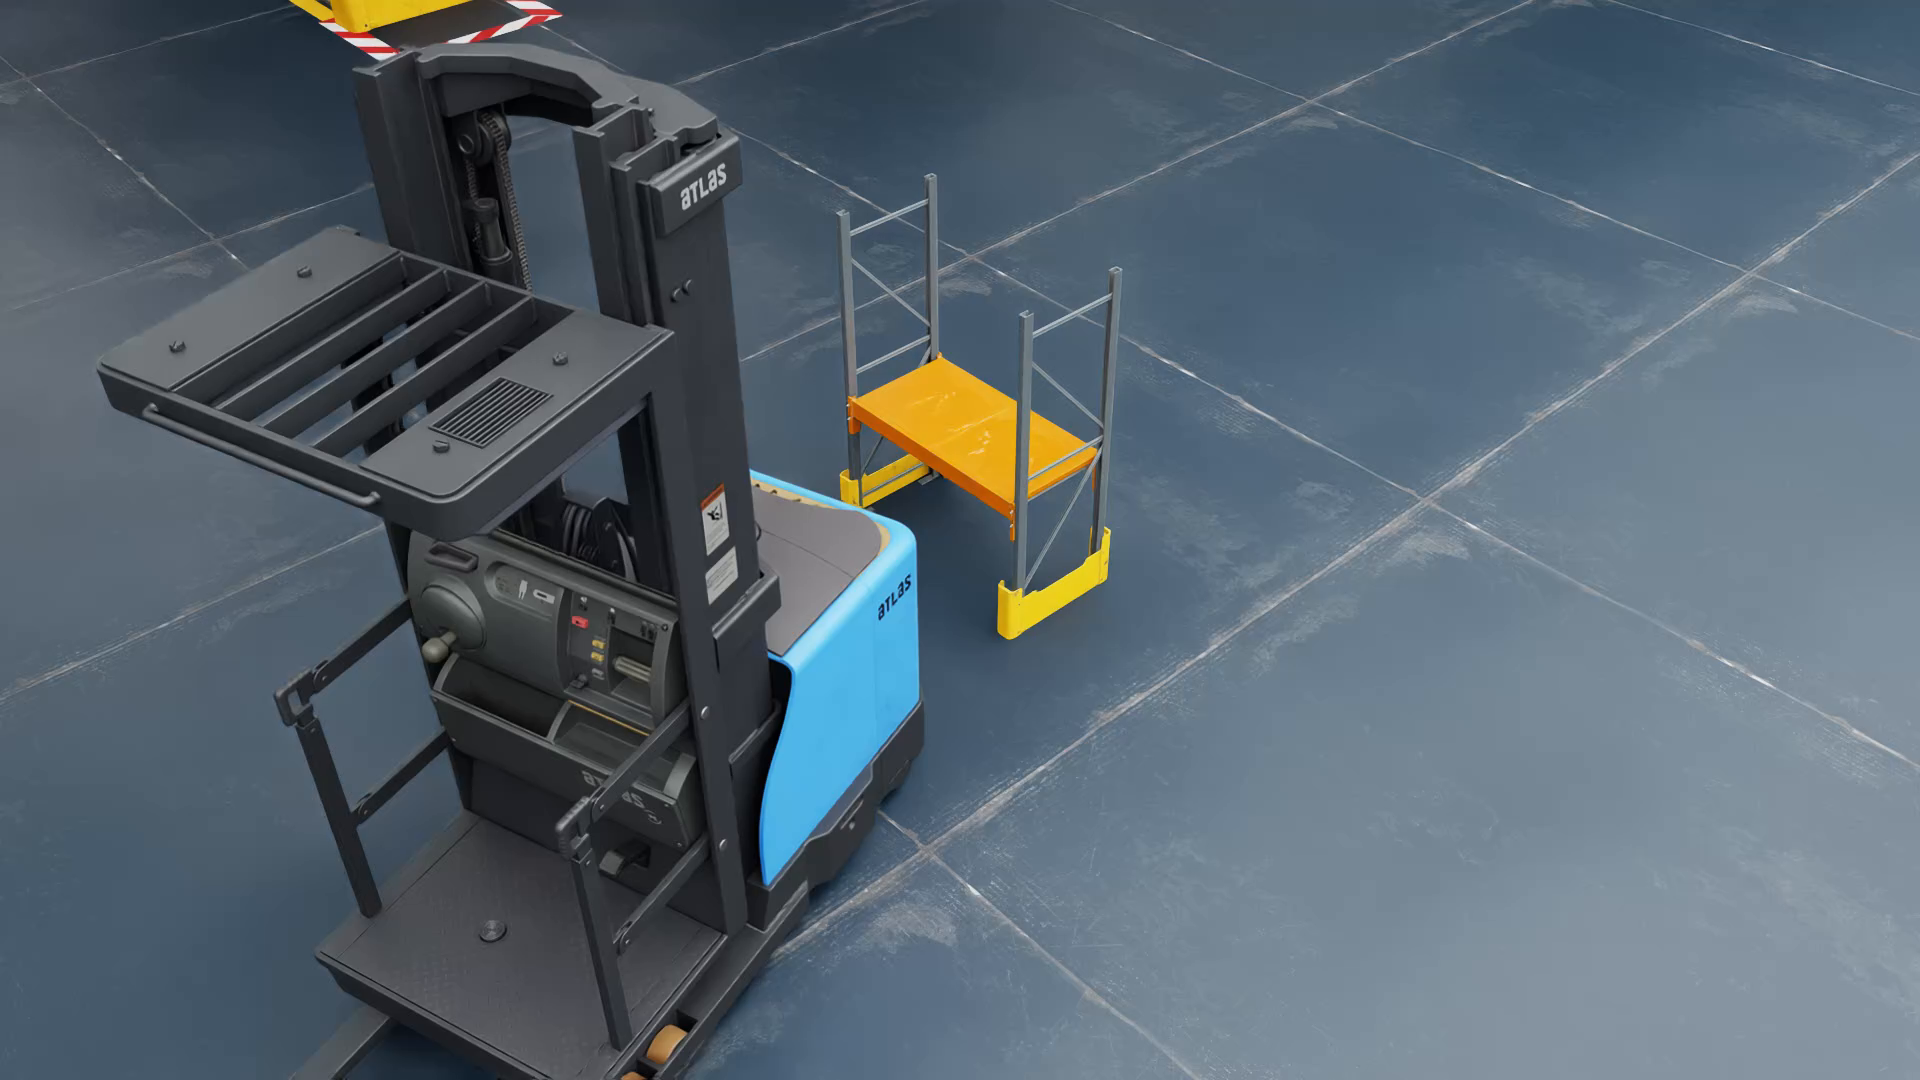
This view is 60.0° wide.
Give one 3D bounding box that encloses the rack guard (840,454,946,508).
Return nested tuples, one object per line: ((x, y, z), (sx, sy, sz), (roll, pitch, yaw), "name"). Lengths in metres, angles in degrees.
((-0.285, -0.292, 7.413), (0.587, 0.250, 0.087), (-30, 48, -32), "rack guard")

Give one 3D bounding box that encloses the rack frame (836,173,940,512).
((-0.286, -0.779, 7.021), (0.500, 1.500, 0.032), (-30, 48, -32), "rack frame")

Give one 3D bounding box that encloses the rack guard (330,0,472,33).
((-3.918, -4.054, 11.872), (1.175, 0.500, 0.348), (-30, 48, -32), "rack guard")

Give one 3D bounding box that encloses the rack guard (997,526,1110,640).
((0.388, 0.169, 6.842), (0.587, 0.250, 0.087), (-30, 48, -32), "rack guard")

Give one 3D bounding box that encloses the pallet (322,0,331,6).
((-4.441, -4.333, 12.447), (1.003, 0.211, 1.213), (-30, 48, -32), "pallet")

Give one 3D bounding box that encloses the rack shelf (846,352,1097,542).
((0.058, -0.404, 6.843), (0.538, 0.185, 1.000), (-30, 48, -32), "rack shelf")

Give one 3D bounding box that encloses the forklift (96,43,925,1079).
((-1.290, 0.312, 4.531), (1.130, 2.935, 3.031), (19, 43, 22), "forklift")

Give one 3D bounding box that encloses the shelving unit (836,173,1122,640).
((0.052, -0.548, 6.735), (0.587, 1.500, 1.083), (-30, 48, -32), "shelving unit")

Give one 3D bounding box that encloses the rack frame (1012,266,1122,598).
((0.402, -0.309, 6.439), (0.500, 1.500, 0.032), (-30, 48, -32), "rack frame")
